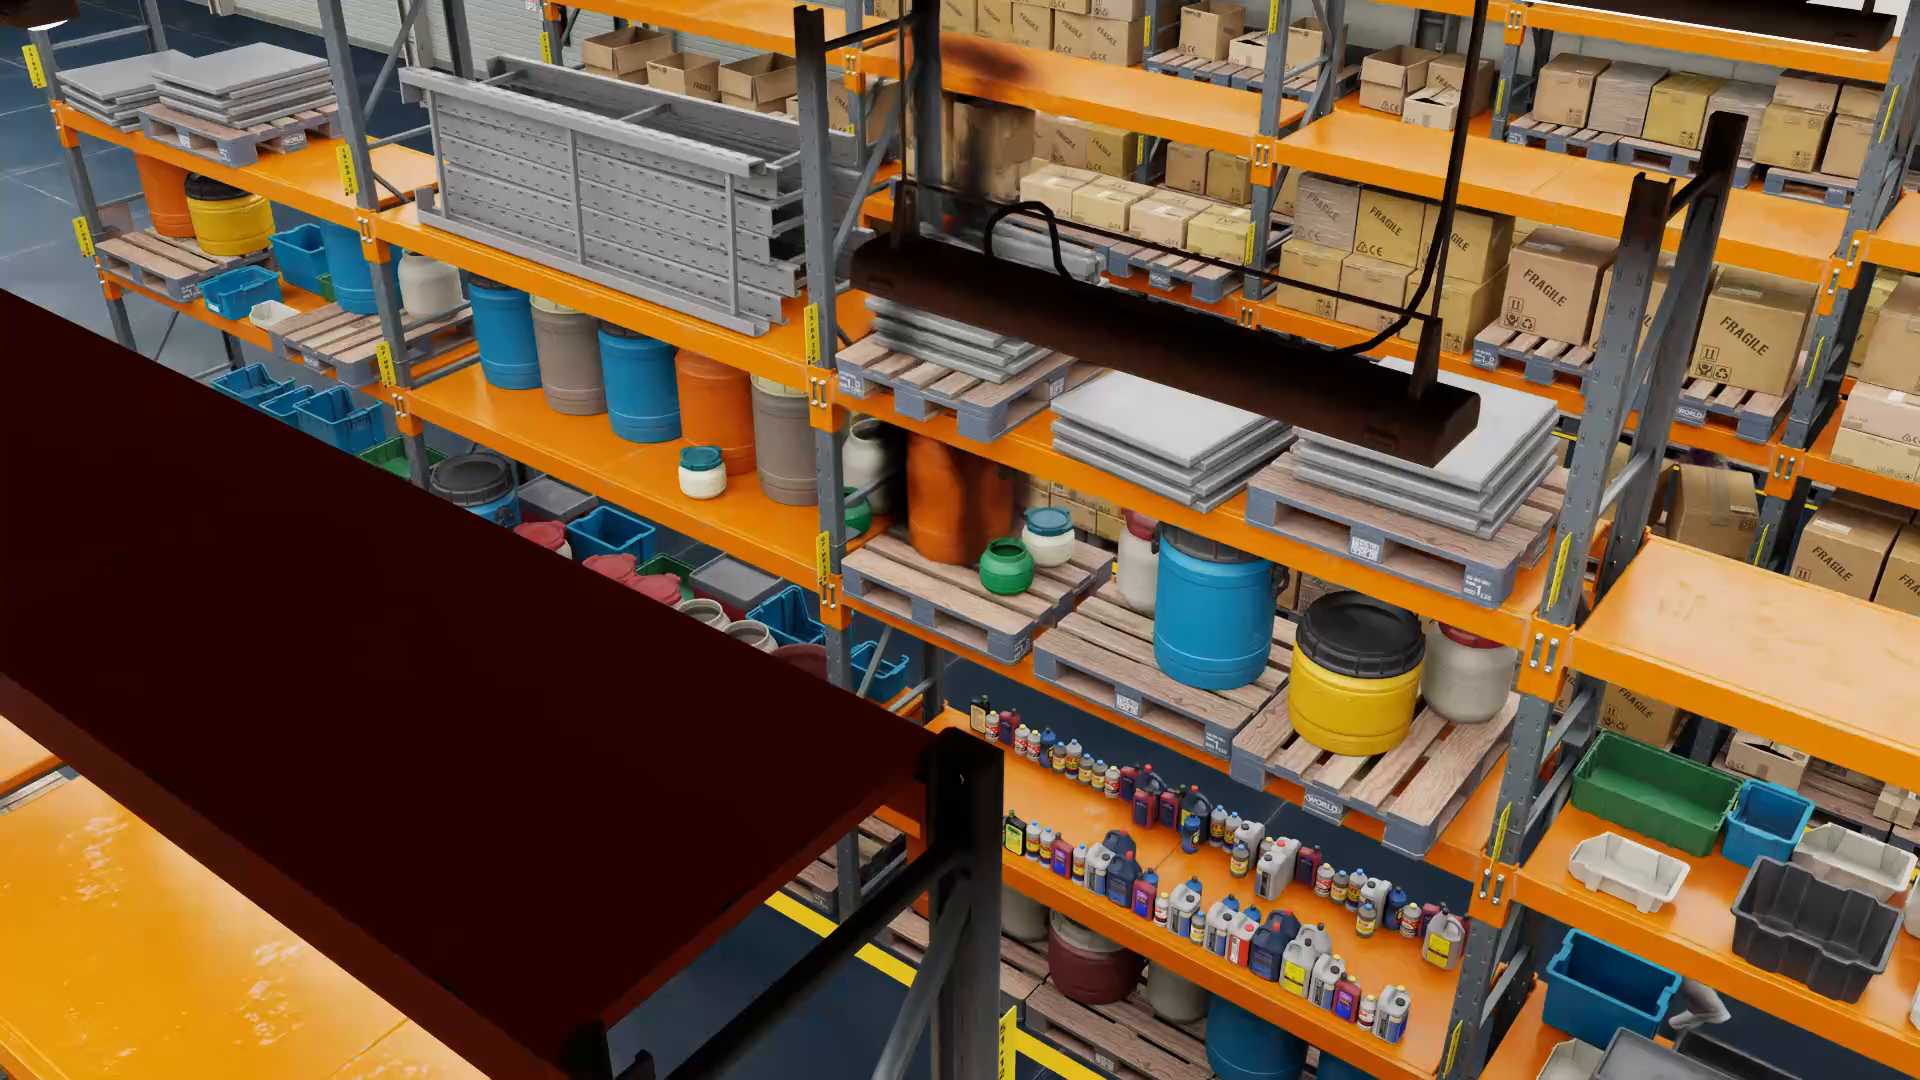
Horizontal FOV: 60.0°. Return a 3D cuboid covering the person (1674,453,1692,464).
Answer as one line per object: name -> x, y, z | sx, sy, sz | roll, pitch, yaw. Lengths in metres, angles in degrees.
person -> 6.605, -0.492, 14.640 | 0.688, 1.539, 0.473 | 21, 37, 30

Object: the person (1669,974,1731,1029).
person -> 4.194, 2.199, 9.915 | 1.022, 1.771, 0.674 | 17, 35, 26
